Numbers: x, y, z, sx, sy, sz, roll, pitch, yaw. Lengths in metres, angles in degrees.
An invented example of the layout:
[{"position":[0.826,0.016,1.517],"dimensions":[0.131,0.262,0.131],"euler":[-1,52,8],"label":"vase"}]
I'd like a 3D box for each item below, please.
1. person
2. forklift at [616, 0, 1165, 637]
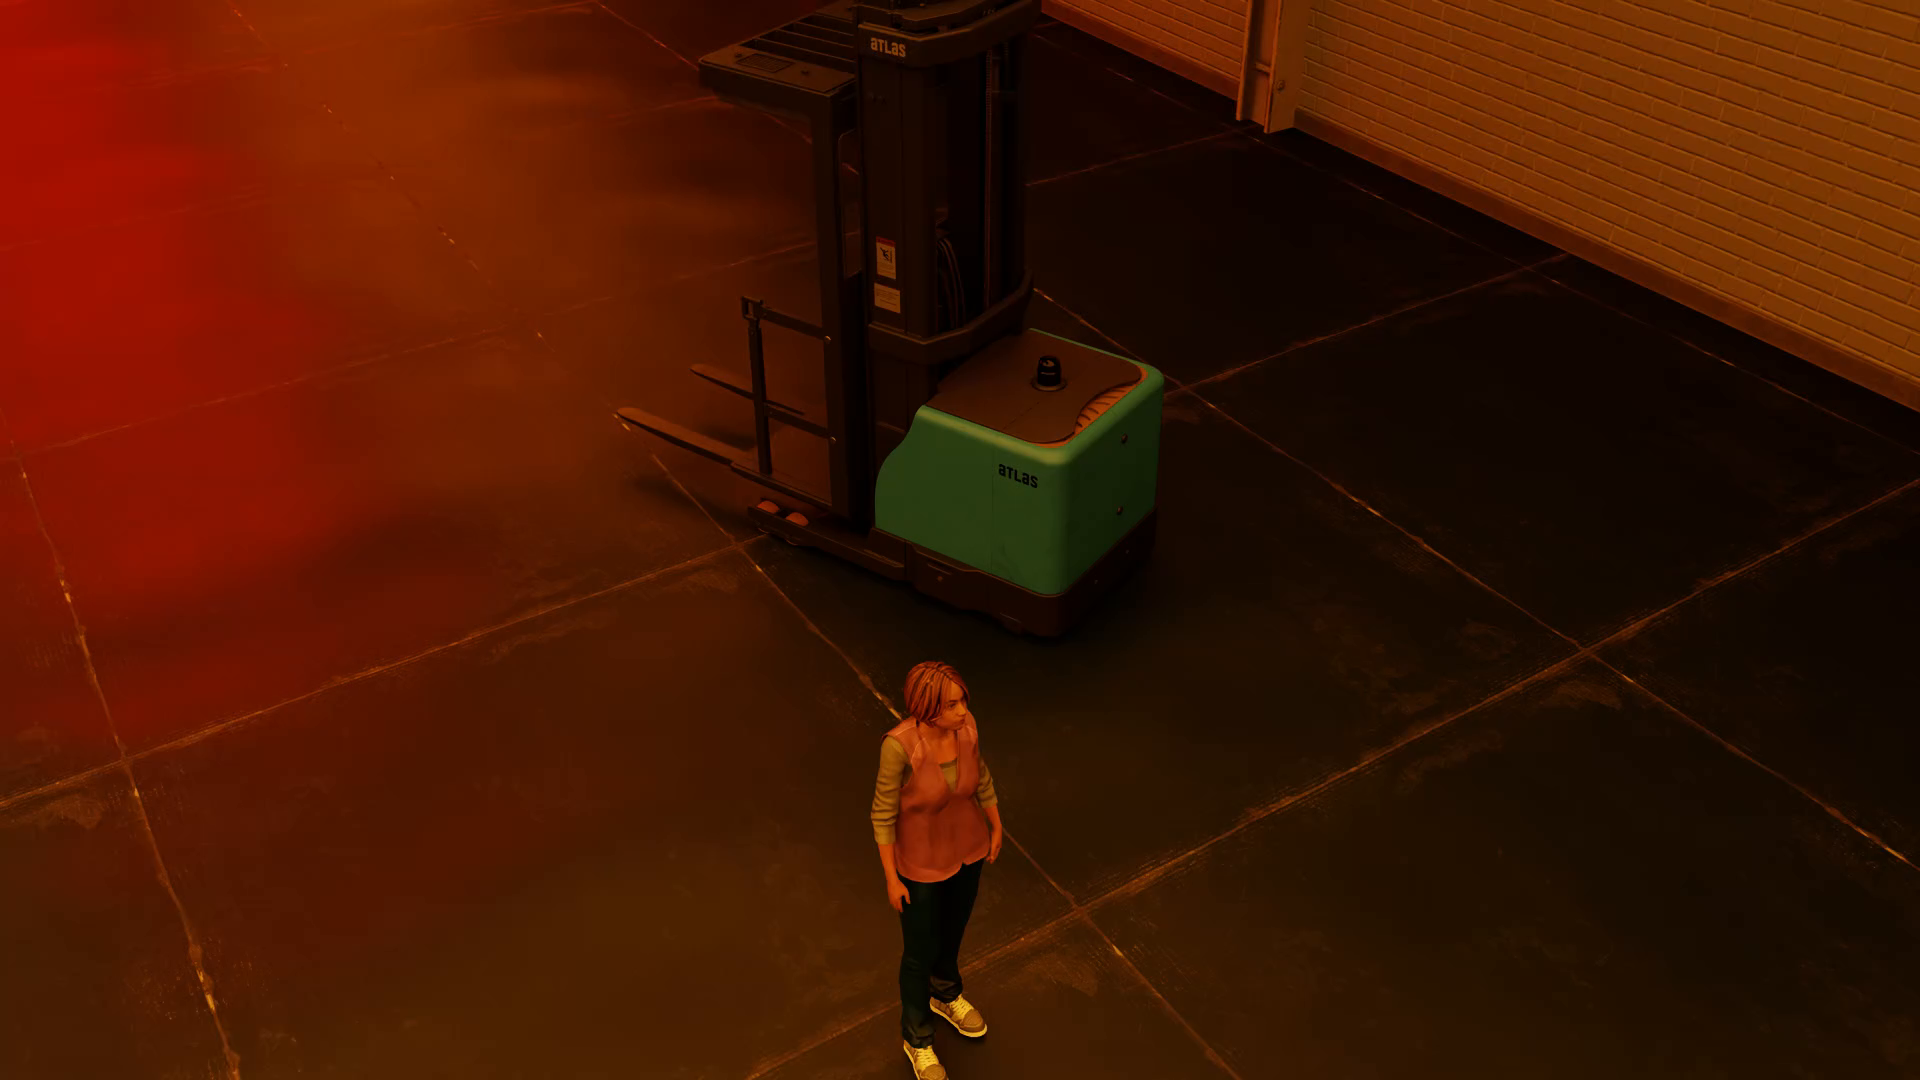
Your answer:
[{"position":[-0.033,1.128,5.691],"dimensions":[0.522,1.600,0.472],"euler":[-25,42,-31],"label":"person"},{"position":[-0.500,-1.399,8.138],"dimensions":[3.031,2.935,1.130],"euler":[22,41,28],"label":"forklift"}]
